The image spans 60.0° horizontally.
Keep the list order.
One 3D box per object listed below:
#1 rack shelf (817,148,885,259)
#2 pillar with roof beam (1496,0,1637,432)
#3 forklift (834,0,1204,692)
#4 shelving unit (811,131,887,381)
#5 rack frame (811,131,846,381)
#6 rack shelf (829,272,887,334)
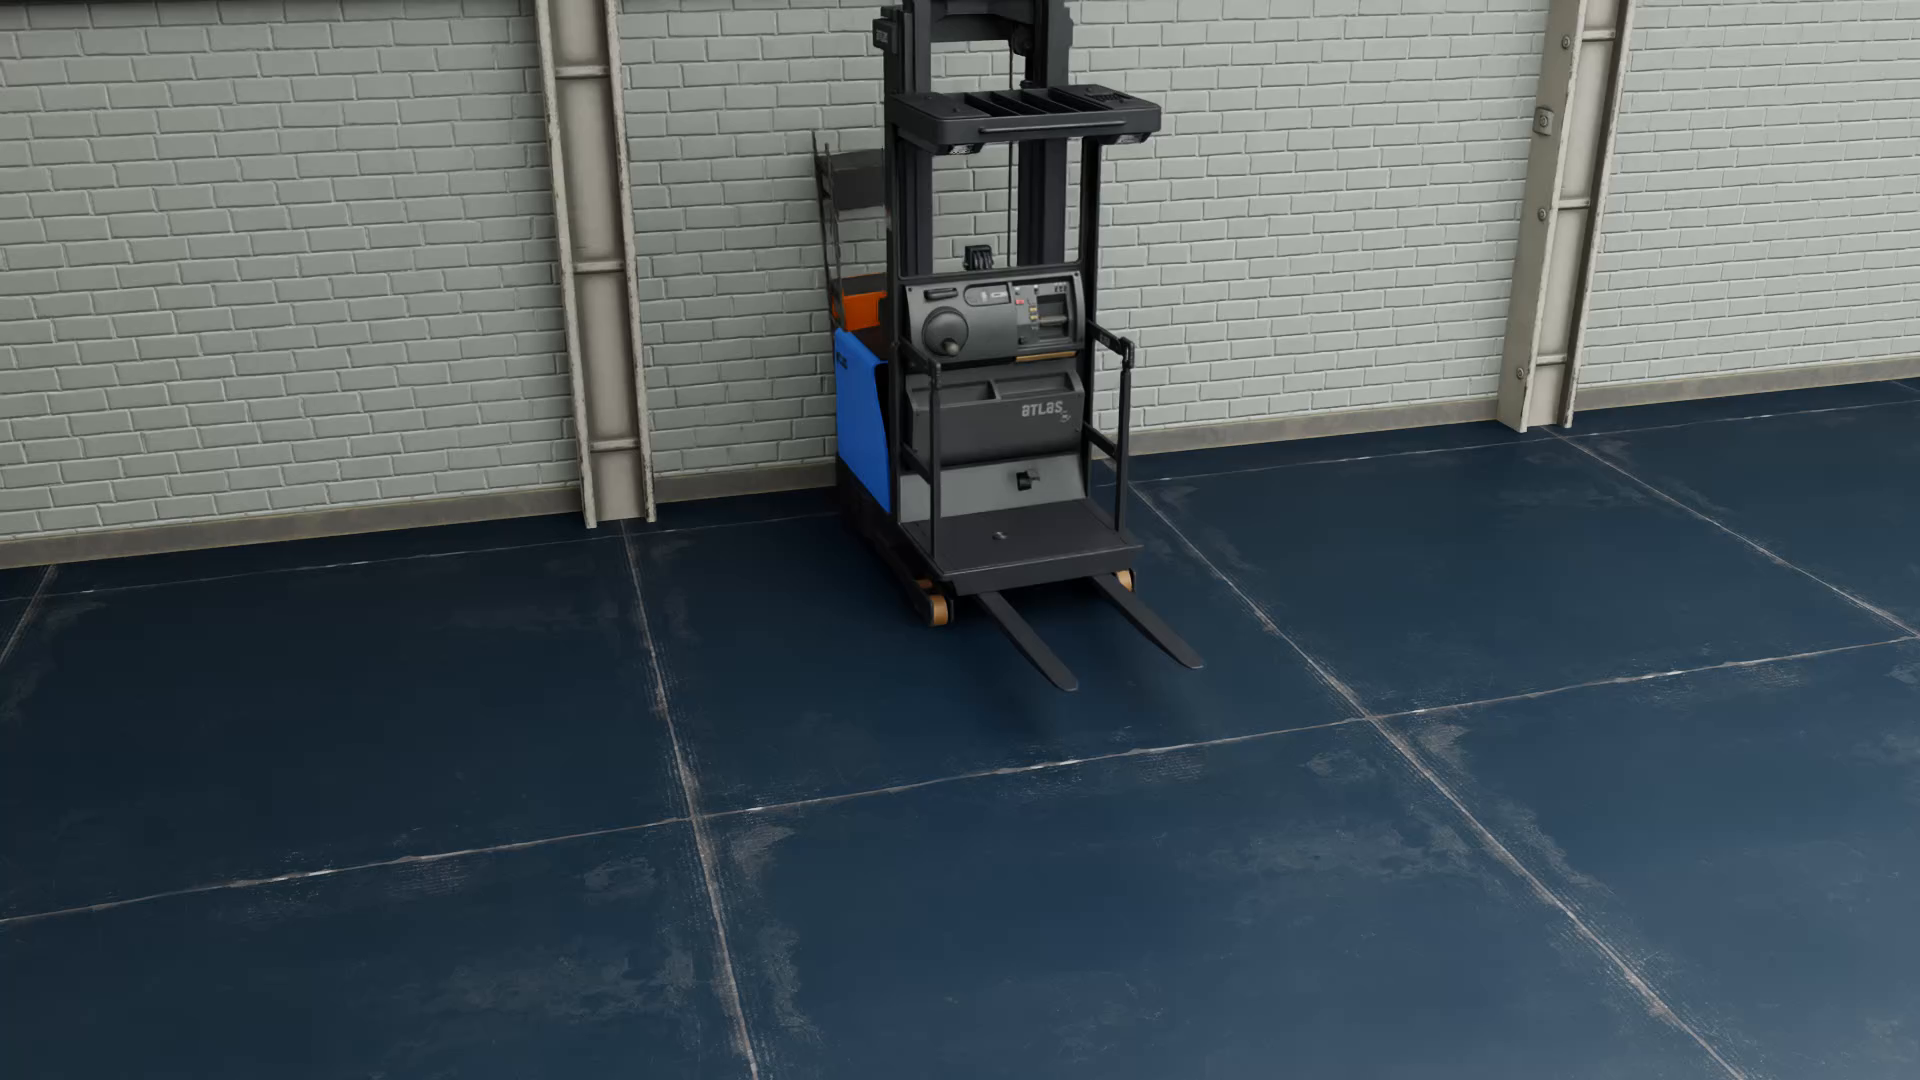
[{"bbox_3d":[-0.500,-1.884,9.178,0.480,0.518,0.431,-10,25,-13],"label":"rack shelf"},{"bbox_3d":[4.976,-3.285,5.494,0.400,9.000,9.100,-6,24,-14],"label":"pillar with roof beam"},{"bbox_3d":[0.255,-1.097,8.090,1.130,2.935,3.031,-8,25,-18],"label":"forklift"},{"bbox_3d":[-0.458,-1.260,9.460,0.503,2.100,0.431,-10,25,-13],"label":"shelving unit"},{"bbox_3d":[-0.692,-1.219,9.405,0.015,2.100,0.400,-10,25,-13],"label":"rack frame"},{"bbox_3d":[-0.457,-1.247,9.466,0.480,0.518,0.431,-10,25,-13],"label":"rack shelf"}]
